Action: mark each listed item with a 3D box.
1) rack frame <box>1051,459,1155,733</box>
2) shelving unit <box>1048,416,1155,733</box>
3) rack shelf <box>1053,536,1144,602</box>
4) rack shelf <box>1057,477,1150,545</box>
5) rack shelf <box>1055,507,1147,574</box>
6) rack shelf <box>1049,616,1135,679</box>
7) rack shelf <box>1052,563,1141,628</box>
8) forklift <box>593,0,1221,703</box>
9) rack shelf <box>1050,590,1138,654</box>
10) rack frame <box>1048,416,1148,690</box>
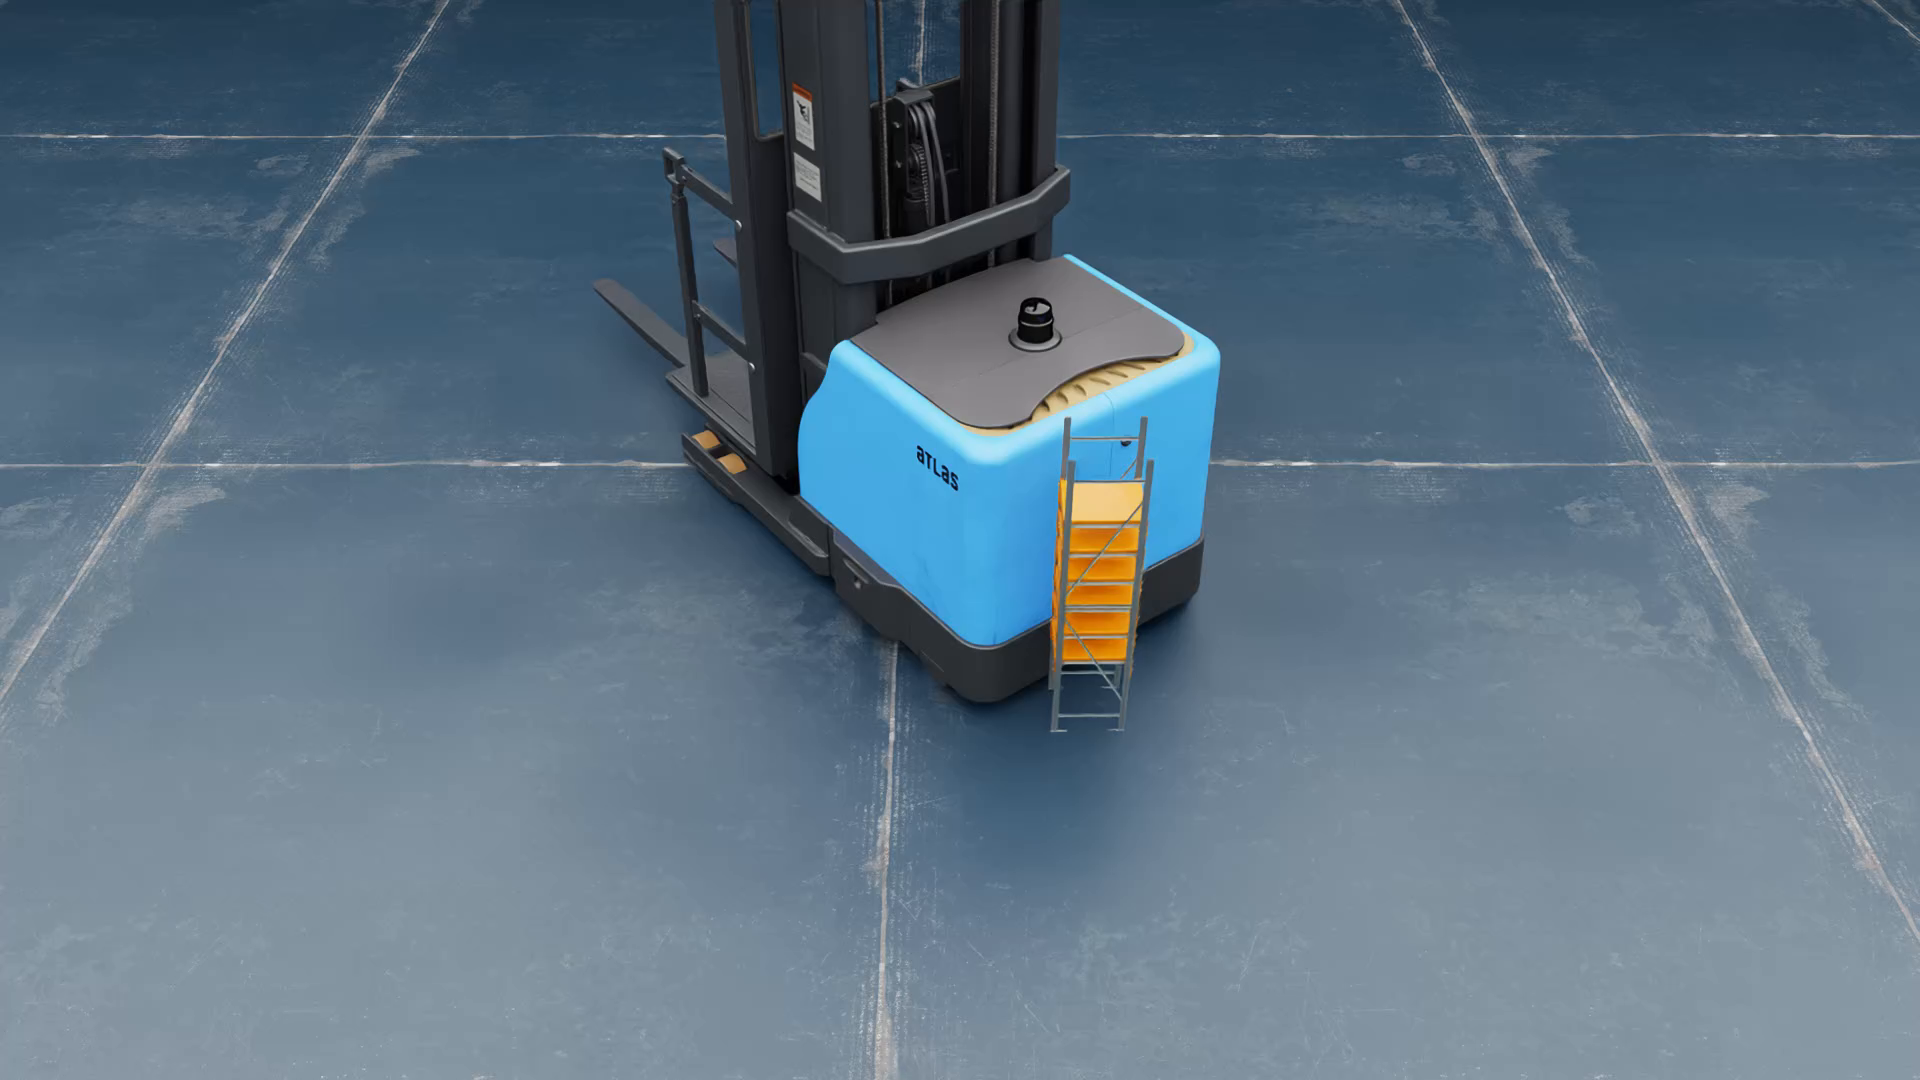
[{"bbox_3d":[0.420,0.203,5.041,0.240,1.200,0.006,-1,45,-1],"label":"rack frame"},{"bbox_3d":[0.418,0.139,5.106,0.258,1.200,0.189,-1,45,-1],"label":"shelving unit"},{"bbox_3d":[0.418,0.085,5.053,0.258,0.103,0.180,-1,45,-1],"label":"rack shelf"},{"bbox_3d":[0.419,-0.085,4.884,0.258,0.103,0.180,-1,45,-1],"label":"rack shelf"},{"bbox_3d":[0.419,0.000,4.968,0.258,0.103,0.180,-1,45,-1],"label":"rack shelf"},{"bbox_3d":[0.418,0.341,5.306,0.258,0.103,0.180,-1,45,-1],"label":"rack shelf"},{"bbox_3d":[0.418,0.170,5.137,0.258,0.103,0.180,-1,45,-1],"label":"rack shelf"},{"bbox_3d":[-0.437,-1.478,5.751,1.130,2.935,3.031,-25,45,-28],"label":"forklift"},{"bbox_3d":[0.418,0.255,5.222,0.258,0.103,0.180,-1,45,-1],"label":"rack shelf"},{"bbox_3d":[0.417,0.074,5.171,0.240,1.200,0.006,-1,45,-1],"label":"rack frame"}]
